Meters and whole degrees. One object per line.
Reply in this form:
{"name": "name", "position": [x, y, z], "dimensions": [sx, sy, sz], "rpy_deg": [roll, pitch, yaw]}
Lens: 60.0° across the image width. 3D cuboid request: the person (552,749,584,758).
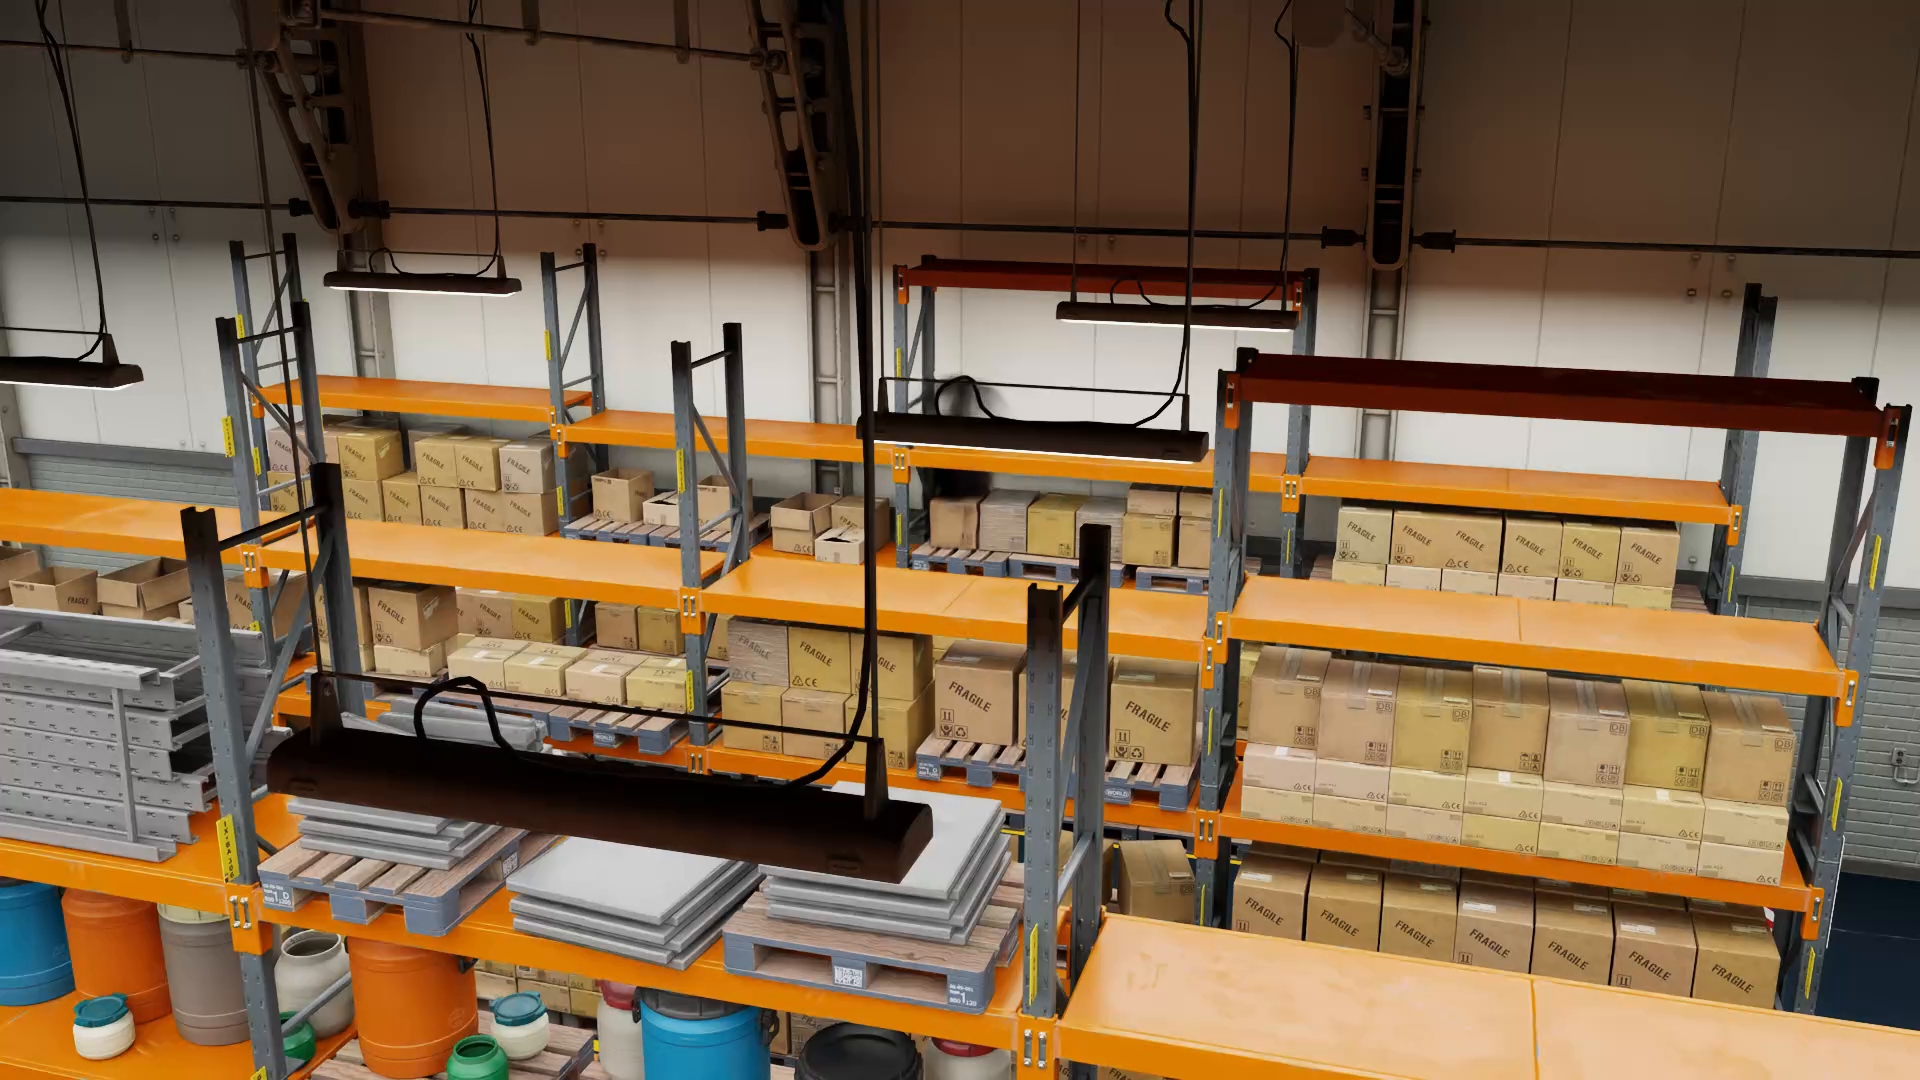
{"name": "person", "position": [-4.449, 2.349, 17.422], "dimensions": [0.807, 1.715, 0.683], "rpy_deg": [4, 16, 12]}
